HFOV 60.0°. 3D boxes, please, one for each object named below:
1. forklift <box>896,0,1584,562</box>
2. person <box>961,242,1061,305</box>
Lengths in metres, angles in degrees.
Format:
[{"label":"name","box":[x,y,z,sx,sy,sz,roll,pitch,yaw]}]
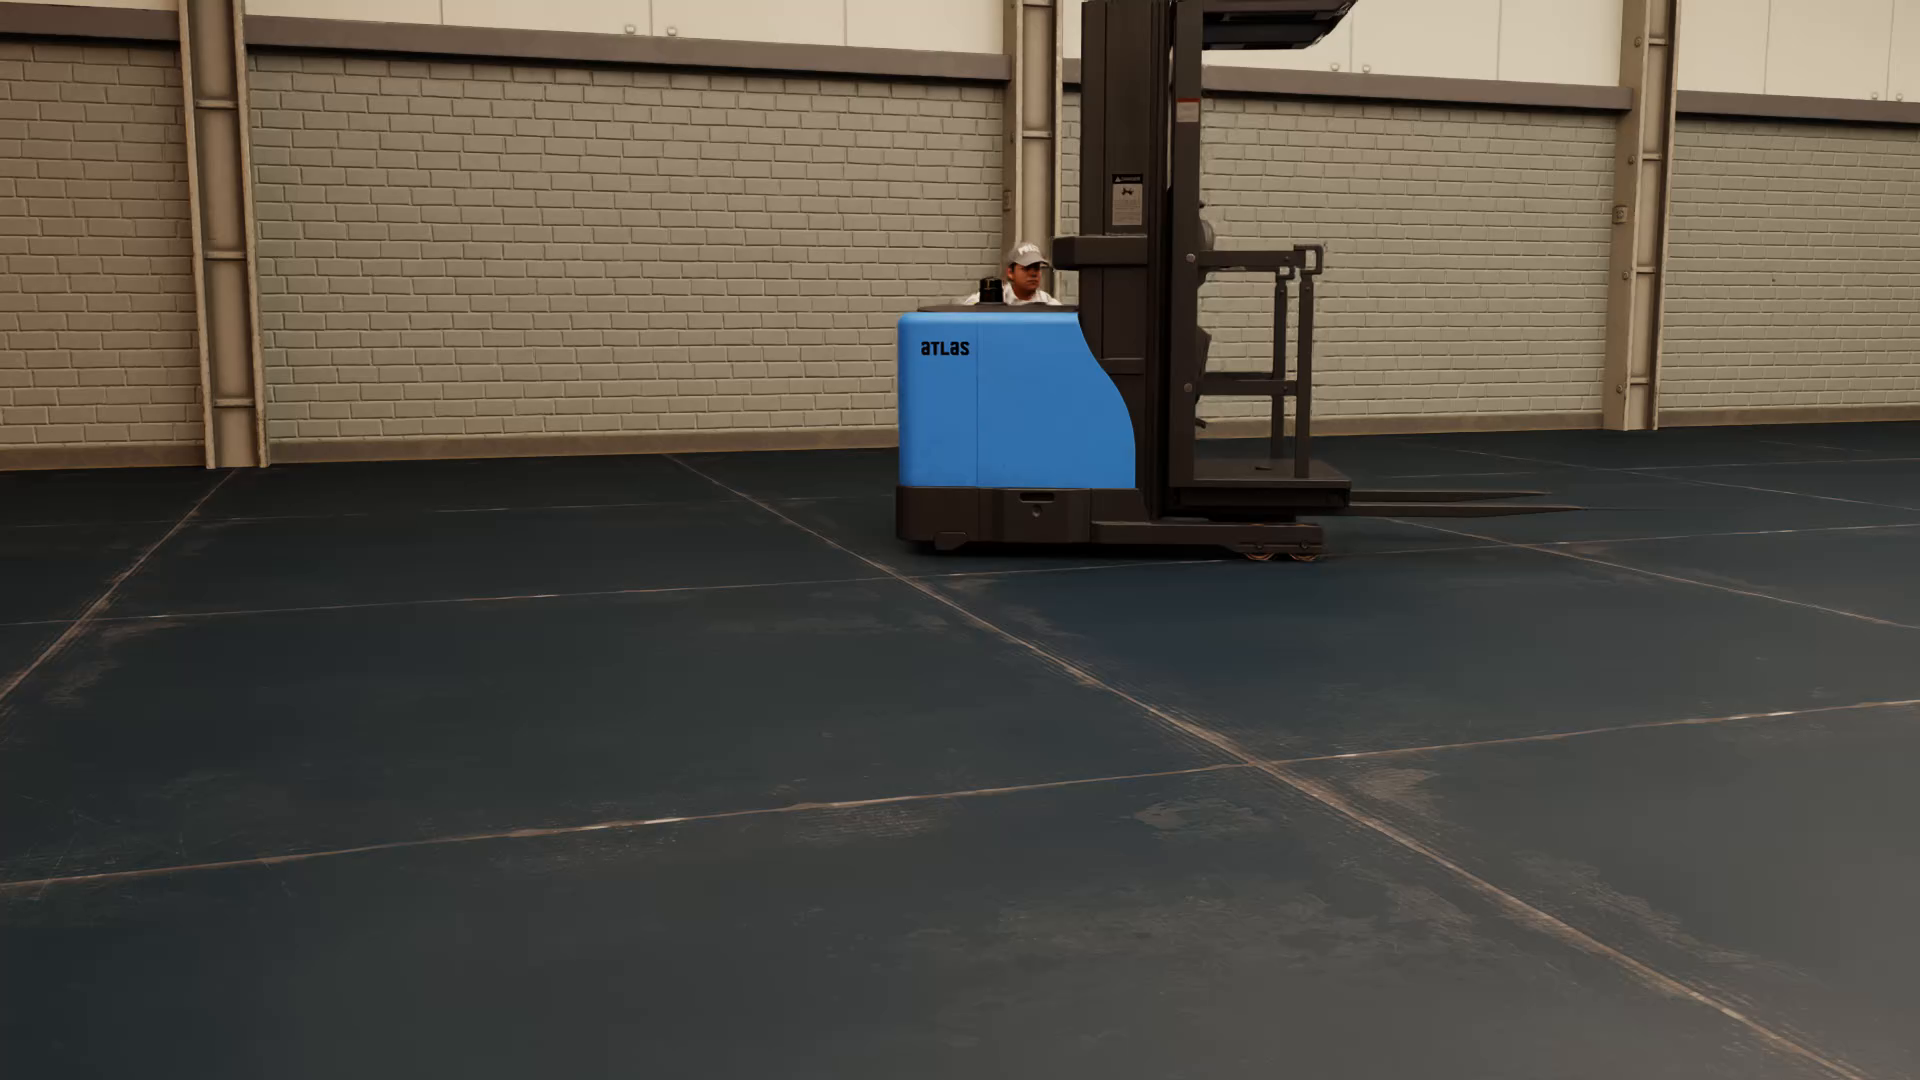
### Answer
[{"label":"forklift","box":[1.257,-1.432,7.577,3.031,2.935,1.130,1,8,5]},{"label":"person","box":[0.385,-0.773,8.361,0.816,1.442,0.831,-5,9,-30]}]
